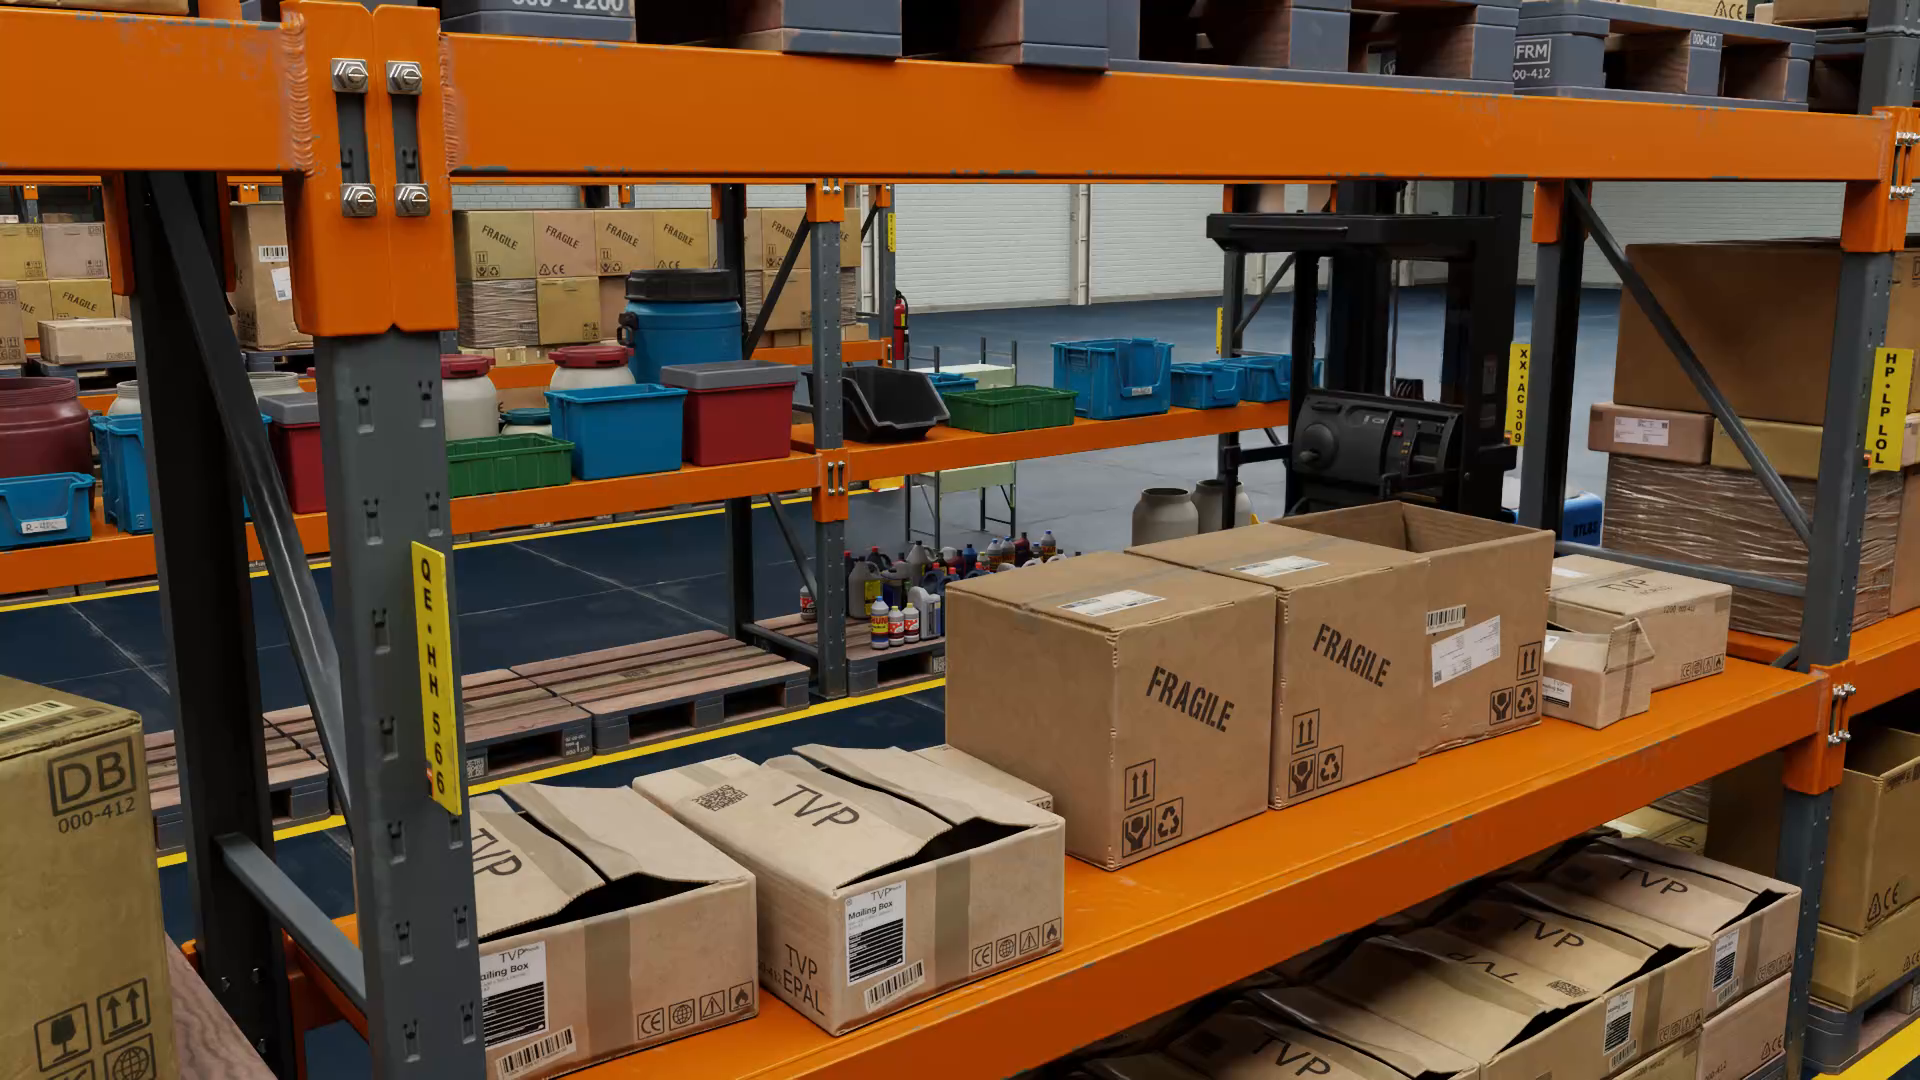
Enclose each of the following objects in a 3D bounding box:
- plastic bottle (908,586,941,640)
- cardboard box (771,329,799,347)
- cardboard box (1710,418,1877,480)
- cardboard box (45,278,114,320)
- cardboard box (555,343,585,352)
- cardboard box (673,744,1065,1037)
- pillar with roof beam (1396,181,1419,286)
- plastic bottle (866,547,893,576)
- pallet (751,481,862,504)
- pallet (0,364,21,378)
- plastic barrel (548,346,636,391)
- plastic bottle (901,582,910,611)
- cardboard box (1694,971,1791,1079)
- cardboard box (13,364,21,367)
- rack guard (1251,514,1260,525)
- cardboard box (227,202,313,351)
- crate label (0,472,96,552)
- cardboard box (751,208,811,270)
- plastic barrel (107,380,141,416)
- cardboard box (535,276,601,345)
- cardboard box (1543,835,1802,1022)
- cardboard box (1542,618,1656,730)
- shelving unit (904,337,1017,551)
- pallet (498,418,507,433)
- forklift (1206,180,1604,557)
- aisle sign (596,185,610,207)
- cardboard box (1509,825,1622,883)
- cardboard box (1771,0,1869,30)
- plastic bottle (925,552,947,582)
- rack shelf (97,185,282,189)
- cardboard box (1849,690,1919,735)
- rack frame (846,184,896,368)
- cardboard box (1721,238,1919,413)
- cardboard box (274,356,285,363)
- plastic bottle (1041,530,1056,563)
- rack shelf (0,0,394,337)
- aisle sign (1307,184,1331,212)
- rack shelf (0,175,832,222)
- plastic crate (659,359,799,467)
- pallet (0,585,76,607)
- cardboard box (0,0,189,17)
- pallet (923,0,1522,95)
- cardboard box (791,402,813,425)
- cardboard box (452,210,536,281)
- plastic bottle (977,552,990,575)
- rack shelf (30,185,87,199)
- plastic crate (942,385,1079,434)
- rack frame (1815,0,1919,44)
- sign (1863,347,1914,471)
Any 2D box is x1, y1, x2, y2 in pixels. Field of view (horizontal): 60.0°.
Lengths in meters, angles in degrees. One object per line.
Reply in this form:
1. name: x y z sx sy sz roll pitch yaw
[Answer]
1. plastic bottle: -0.193 0.387 9.085 0.135 0.276 0.152 -9 15 -36
2. cardboard box: -1.579 -1.740 14.206 0.250 0.149 0.380 -9 15 -38
3. cardboard box: 2.471 -0.280 4.922 0.250 0.149 0.380 -9 15 -38
4. cardboard box: -8.095 -2.142 15.252 0.500 0.500 0.500 -9 15 -37
5. cardboard box: -3.119 -1.475 12.957 0.250 0.149 0.380 -9 15 -38
6. cardboard box: -0.164 0.568 2.947 0.500 0.311 0.500 -10 15 -38
7. pillar with roof beam: 14.792 -10.633 41.040 0.548 9.000 9.100 -9 15 -38
8. plastic bottle: -0.479 0.211 9.730 0.185 0.351 0.144 -10 16 -40
9. pallet: -1.638 -0.563 14.771 1.213 0.211 1.003 -9 15 -38
10. pallet: -6.679 -1.014 10.645 1.003 0.211 1.213 -9 15 -38
11. plastic barrel: -1.835 -0.692 8.338 0.433 0.535 0.433 0 12 0
12. plastic bottle: -0.260 0.366 9.165 0.133 0.283 0.061 -9 15 -38
13. cardboard box: 1.997 1.330 4.751 0.500 0.250 0.500 -10 15 -38
14. cardboard box: -11.204 -1.882 19.587 0.625 0.372 0.950 -8 15 -34
15. rack guard: 2.142 0.007 11.391 0.348 0.500 1.175 -9 15 -38
16. cardboard box: -4.753 -1.936 12.068 1.000 1.000 1.000 -9 15 -37
17. crate label: -3.512 -0.107 6.314 0.416 0.233 0.303 -9 15 -38
18. cardboard box: -1.584 -2.543 14.017 0.500 0.500 0.500 -9 15 -38
19. plastic barrel: -3.405 -0.418 7.105 0.421 0.512 0.421 0 12 0
20. cardboard box: -3.243 -1.819 13.018 0.500 0.500 0.875 -9 15 -38
21. cardboard box: 2.003 1.054 4.701 0.500 0.311 0.500 -9 15 -38
22. cardboard box: 1.568 0.300 4.320 0.258 0.266 0.396 -10 16 -39
23. shelving unit: 0.005 -0.735 12.477 0.755 1.500 0.431 -9 15 -38
24. pallet: -5.469 -1.216 17.847 1.213 0.211 1.003 -9 15 -38
25. forklift: 1.853 -0.516 8.004 3.031 2.935 1.130 -9 15 -36
26. aisle sign: -4.074 -4.183 18.850 0.004 0.787 0.394 -9 15 -38
27. cardboard box: 1.662 0.968 5.105 0.500 0.311 0.500 -9 15 -37
28. cardboard box: 2.698 -1.723 4.710 0.500 0.500 0.500 -8 14 -33
29. plastic bottle: -0.142 0.216 9.872 0.133 0.283 0.061 -9 15 -38
30. rack shelf: -8.675 -4.499 21.107 4.000 0.370 1.077 -9 15 -38
31. cardboard box: 3.083 0.787 5.503 0.500 0.500 0.500 -9 15 -38
32. rack frame: -0.922 -2.036 14.997 0.127 3.000 1.000 -9 15 -38
33. cardboard box: 2.876 -0.718 5.424 0.500 0.500 0.700 -9 15 -38
34. cardboard box: -6.530 -1.571 16.911 0.875 0.875 0.875 -9 15 -37
35. plastic bottle: 0.562 0.071 10.581 0.097 0.271 0.097 0 12 0
36. rack shelf: -2.545 -0.247 1.080 4.000 0.370 1.077 -9 15 -38
37. aisle sign: 2.414 -2.466 10.761 0.004 0.787 0.394 -9 15 -38
38. rack shelf: -2.513 -1.570 7.310 4.000 0.370 1.077 -9 15 -38
39. plastic crate: -1.138 -0.633 8.233 0.583 0.464 0.402 -9 15 -38
40. pallet: -6.558 0.265 10.874 1.213 0.211 1.003 -9 15 -38
41. cardboard box: -1.303 -0.845 1.925 0.500 0.500 0.910 -9 15 -38
42. pallet: 0.362 -1.014 3.416 1.213 0.211 1.003 -9 15 -35
43. cardboard box: -1.420 -0.941 14.844 0.500 0.500 0.500 -6 14 -27
44. cardboard box: -3.535 -2.218 12.488 0.500 0.500 0.500 -9 15 -38
45. plastic bottle: 0.139 0.176 10.258 0.097 0.201 0.097 0 12 0
46. rack shelf: -11.778 -5.304 24.897 4.000 0.370 1.077 -9 15 -38
47. plastic crate: 0.285 -0.741 9.405 0.662 0.188 0.450 -9 15 -38
48. rack frame: 2.140 -2.845 4.360 0.127 3.000 1.000 -9 15 -38
49. sign: 2.487 -0.351 4.463 0.005 0.325 0.100 -9 15 -38
